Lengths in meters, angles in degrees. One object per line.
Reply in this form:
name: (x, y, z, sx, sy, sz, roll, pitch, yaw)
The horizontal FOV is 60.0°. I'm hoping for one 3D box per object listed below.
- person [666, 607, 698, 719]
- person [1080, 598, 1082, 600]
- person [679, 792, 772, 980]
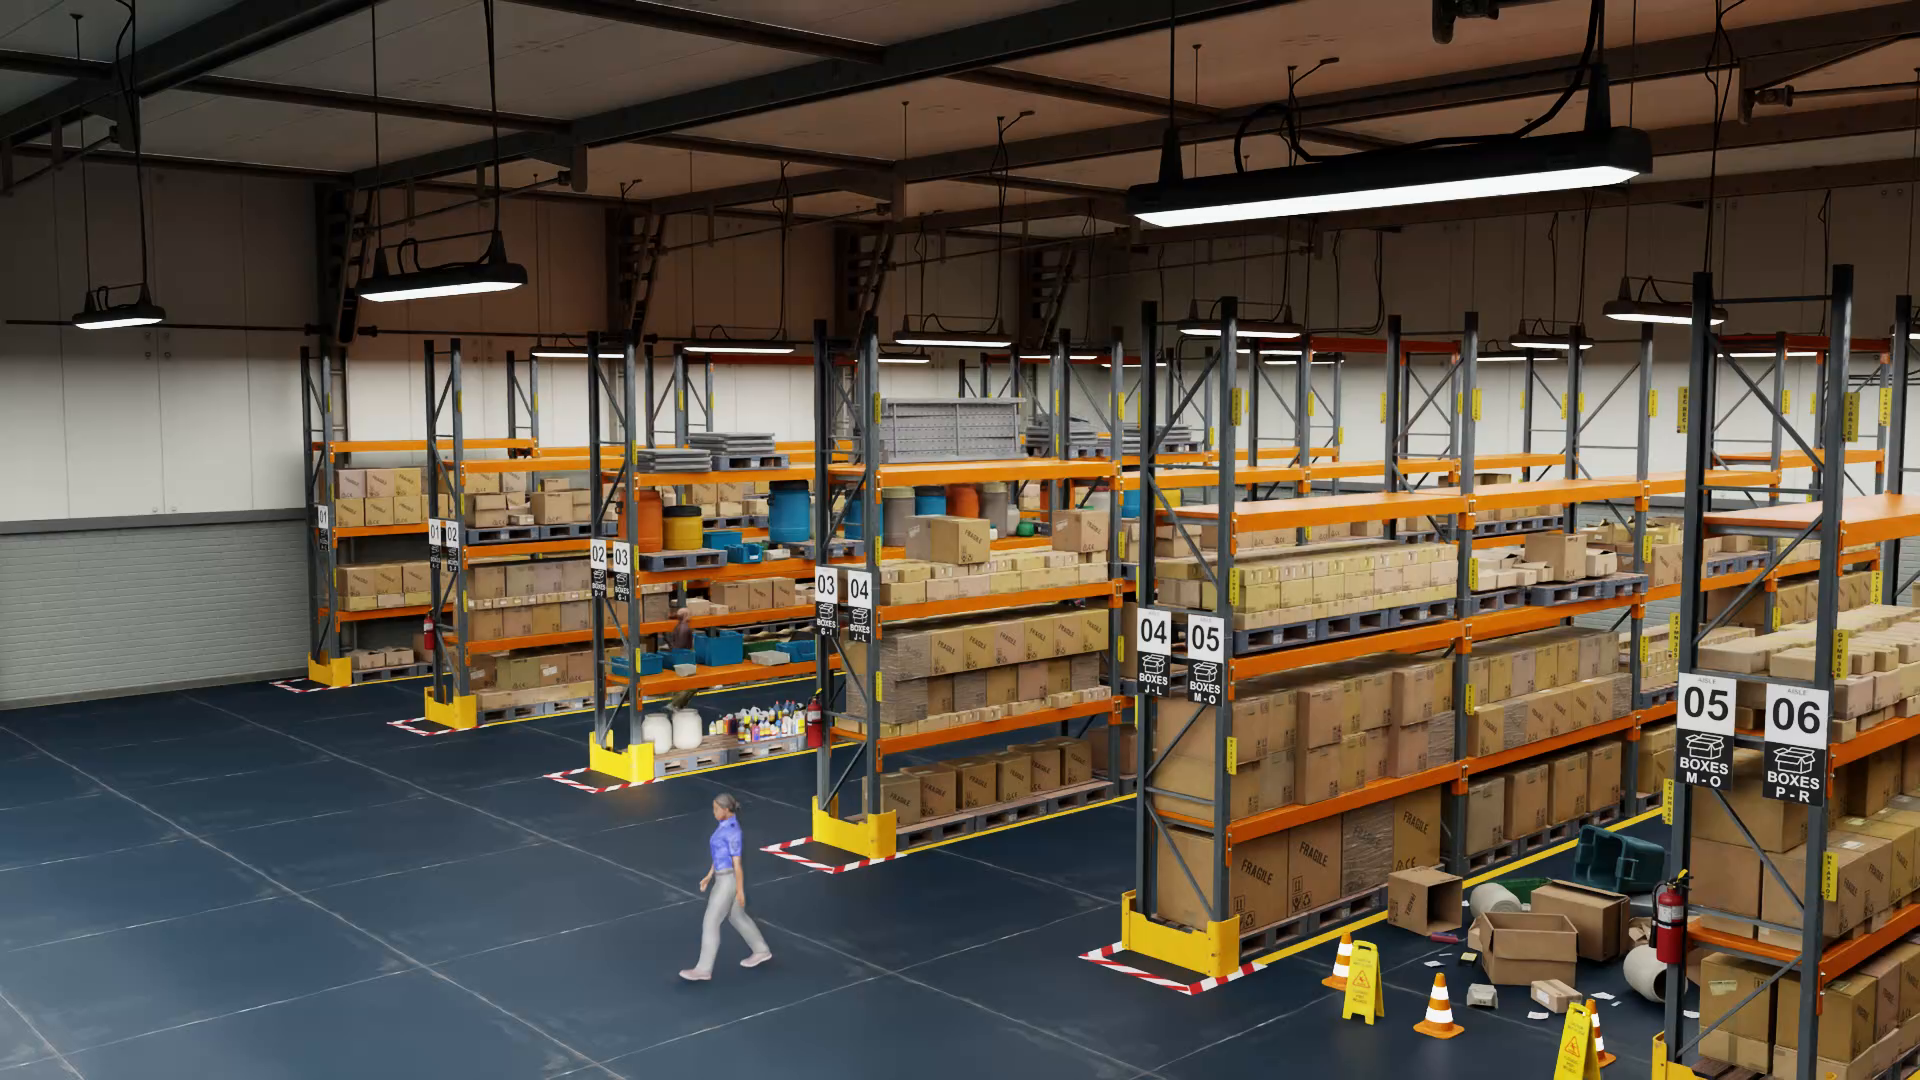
person: (-4.428, 1.959, 26.346, 0.571, 1.770, 0.626, -3, 6, -30)
person: (2.914, 0.939, 38.164, 1.011, 1.733, 0.533, -3, 6, -28)
person: (-2.088, 3.055, 14.797, 0.824, 1.635, 0.495, -1, 5, -9)
